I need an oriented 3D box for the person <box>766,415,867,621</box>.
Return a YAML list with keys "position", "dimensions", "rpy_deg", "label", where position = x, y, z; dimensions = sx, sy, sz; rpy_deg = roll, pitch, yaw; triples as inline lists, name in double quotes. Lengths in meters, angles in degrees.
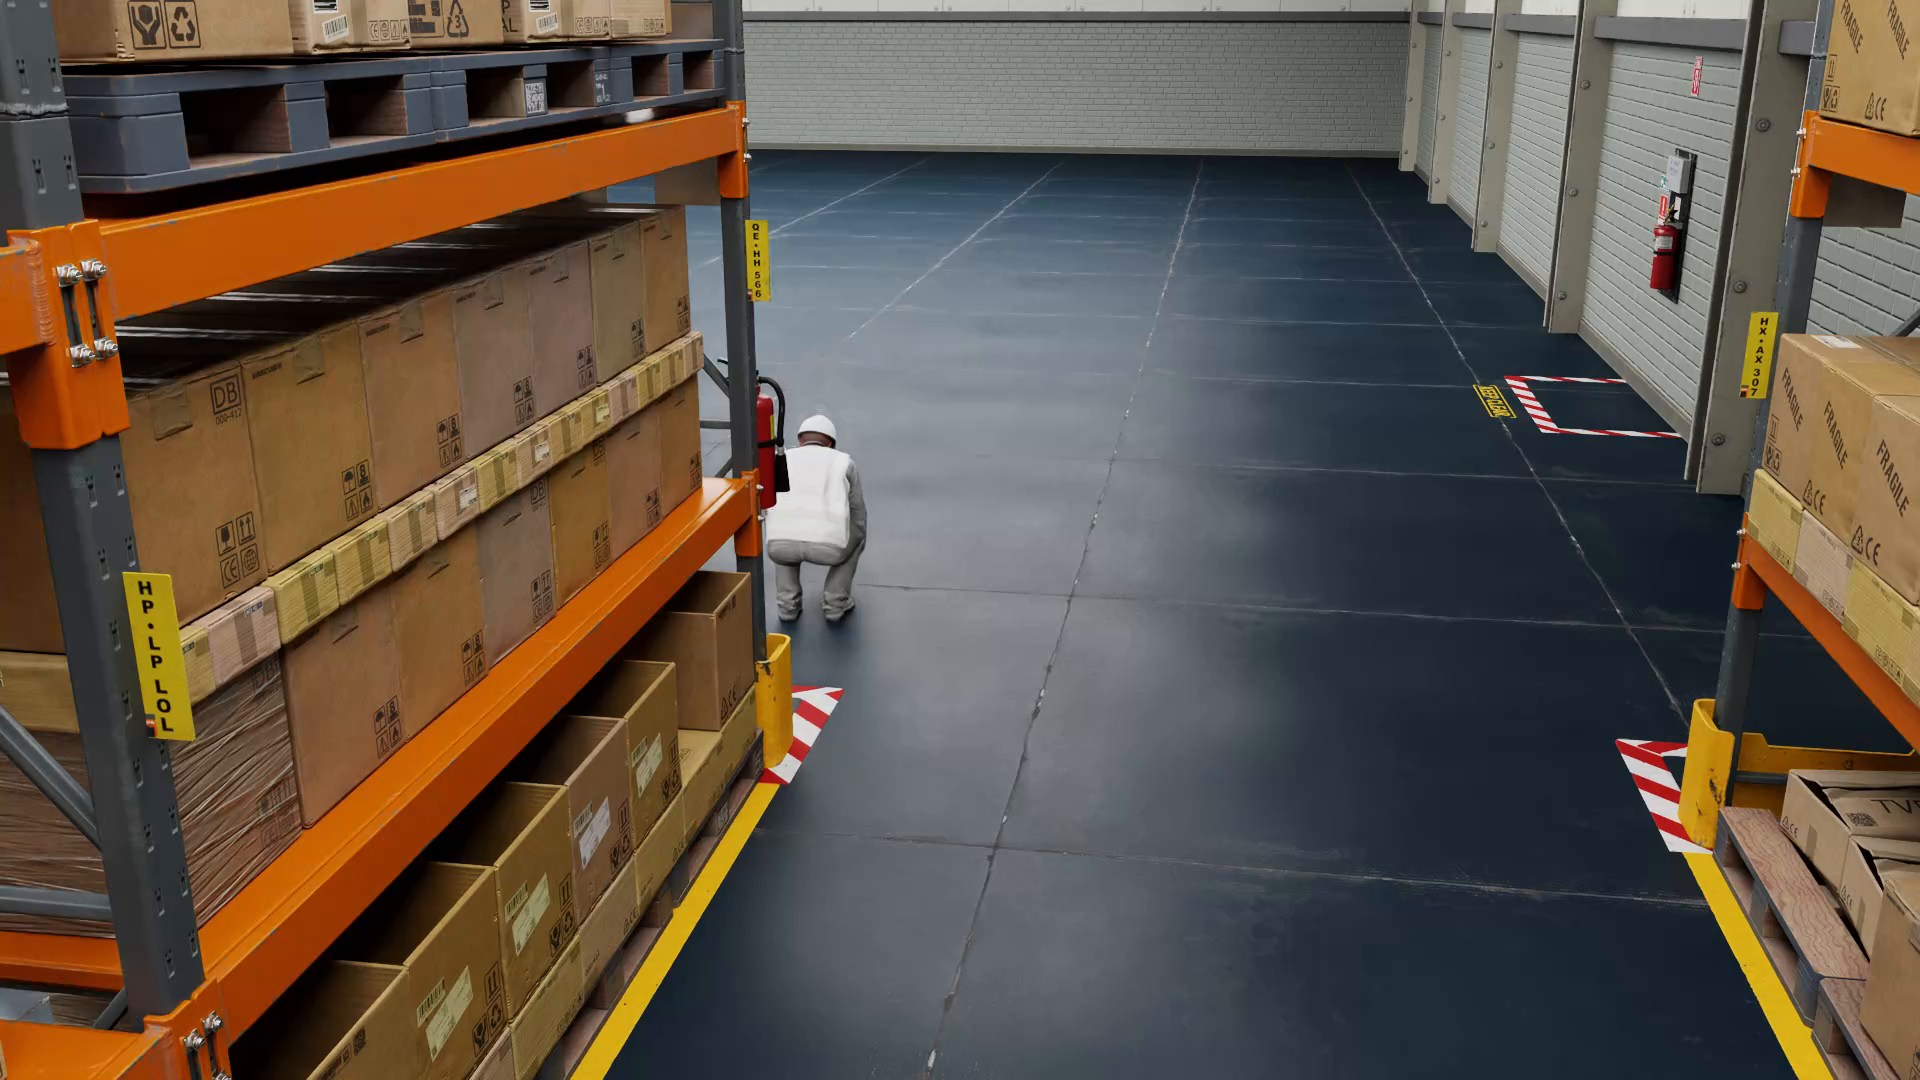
- position: [-0.806, -0.112, 9.107]
  dimensions: [0.530, 1.019, 0.870]
  rpy_deg: [3, 18, 9]
  label: "person"
